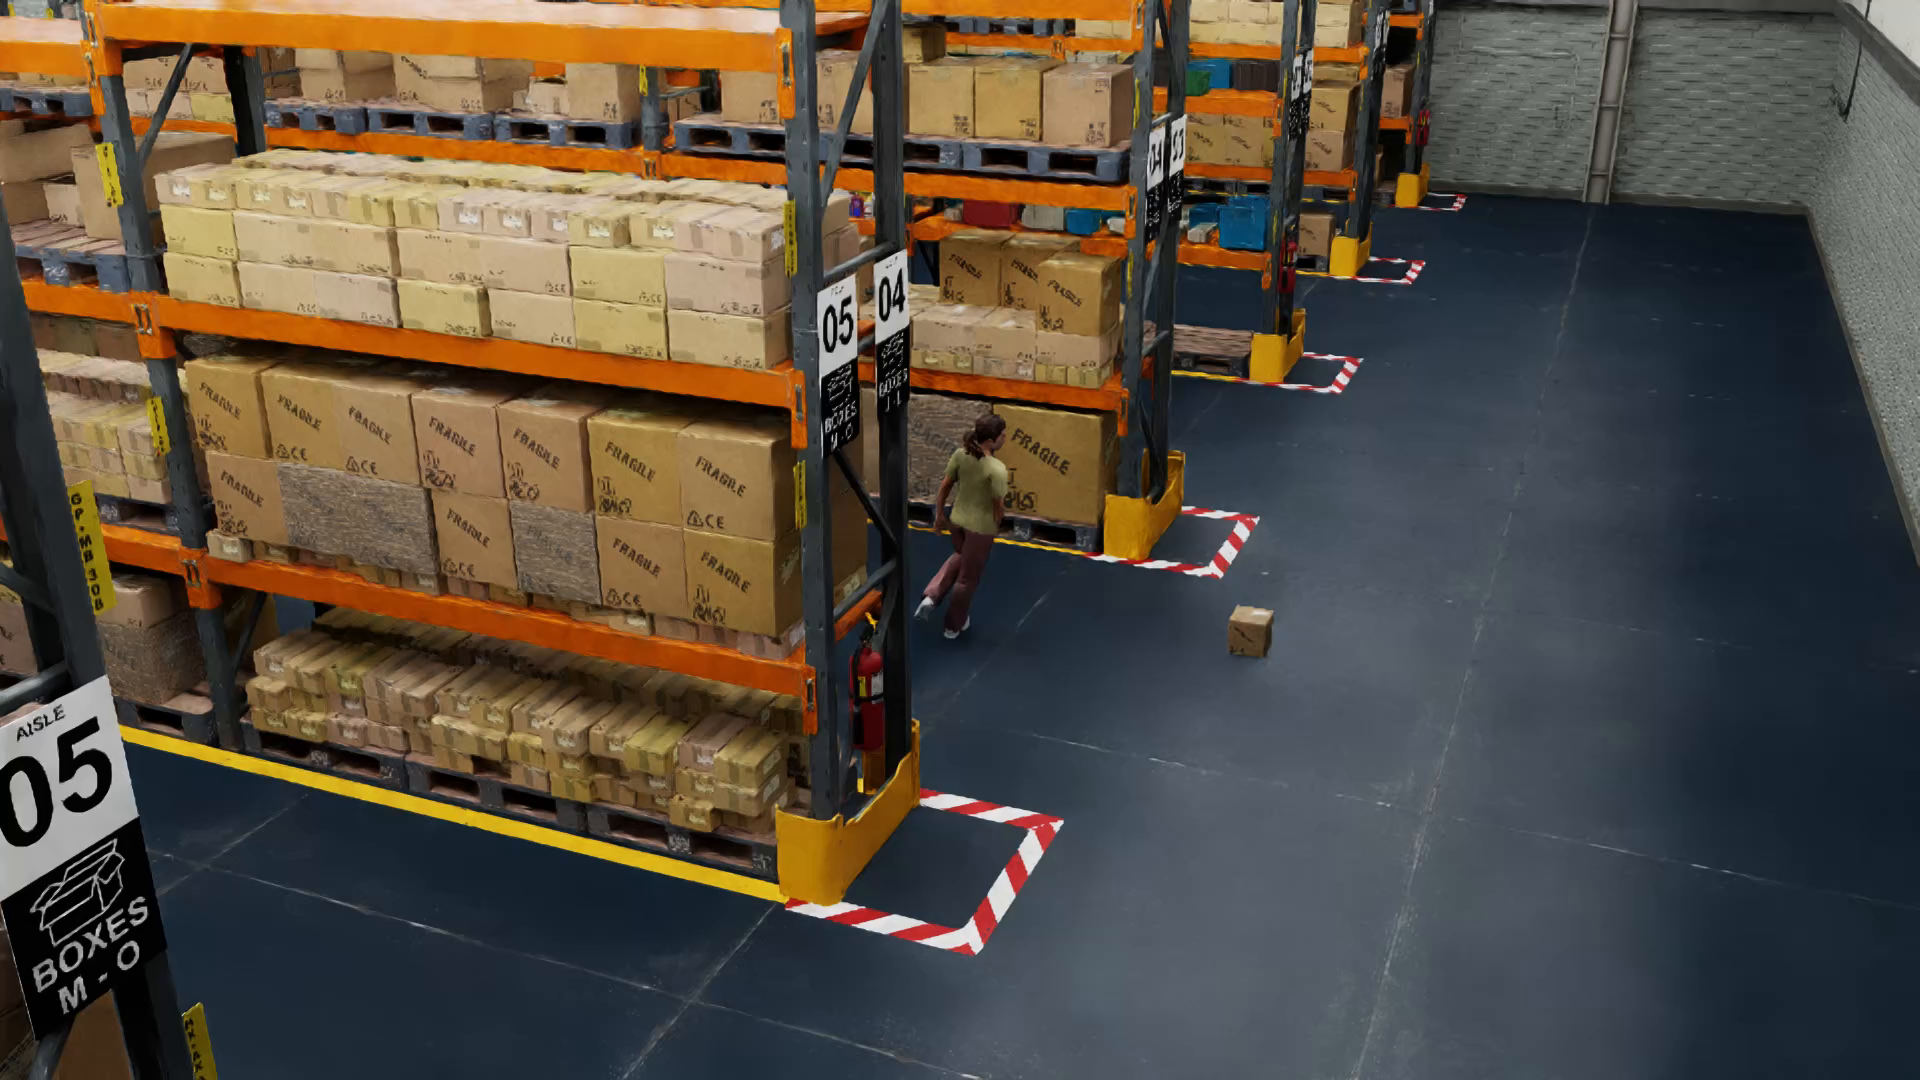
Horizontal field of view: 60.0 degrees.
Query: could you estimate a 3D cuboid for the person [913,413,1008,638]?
[{"bbox_3d":[0.038,-0.089,11.131,0.658,1.644,0.501,17,28,35],"label":"person"}]
